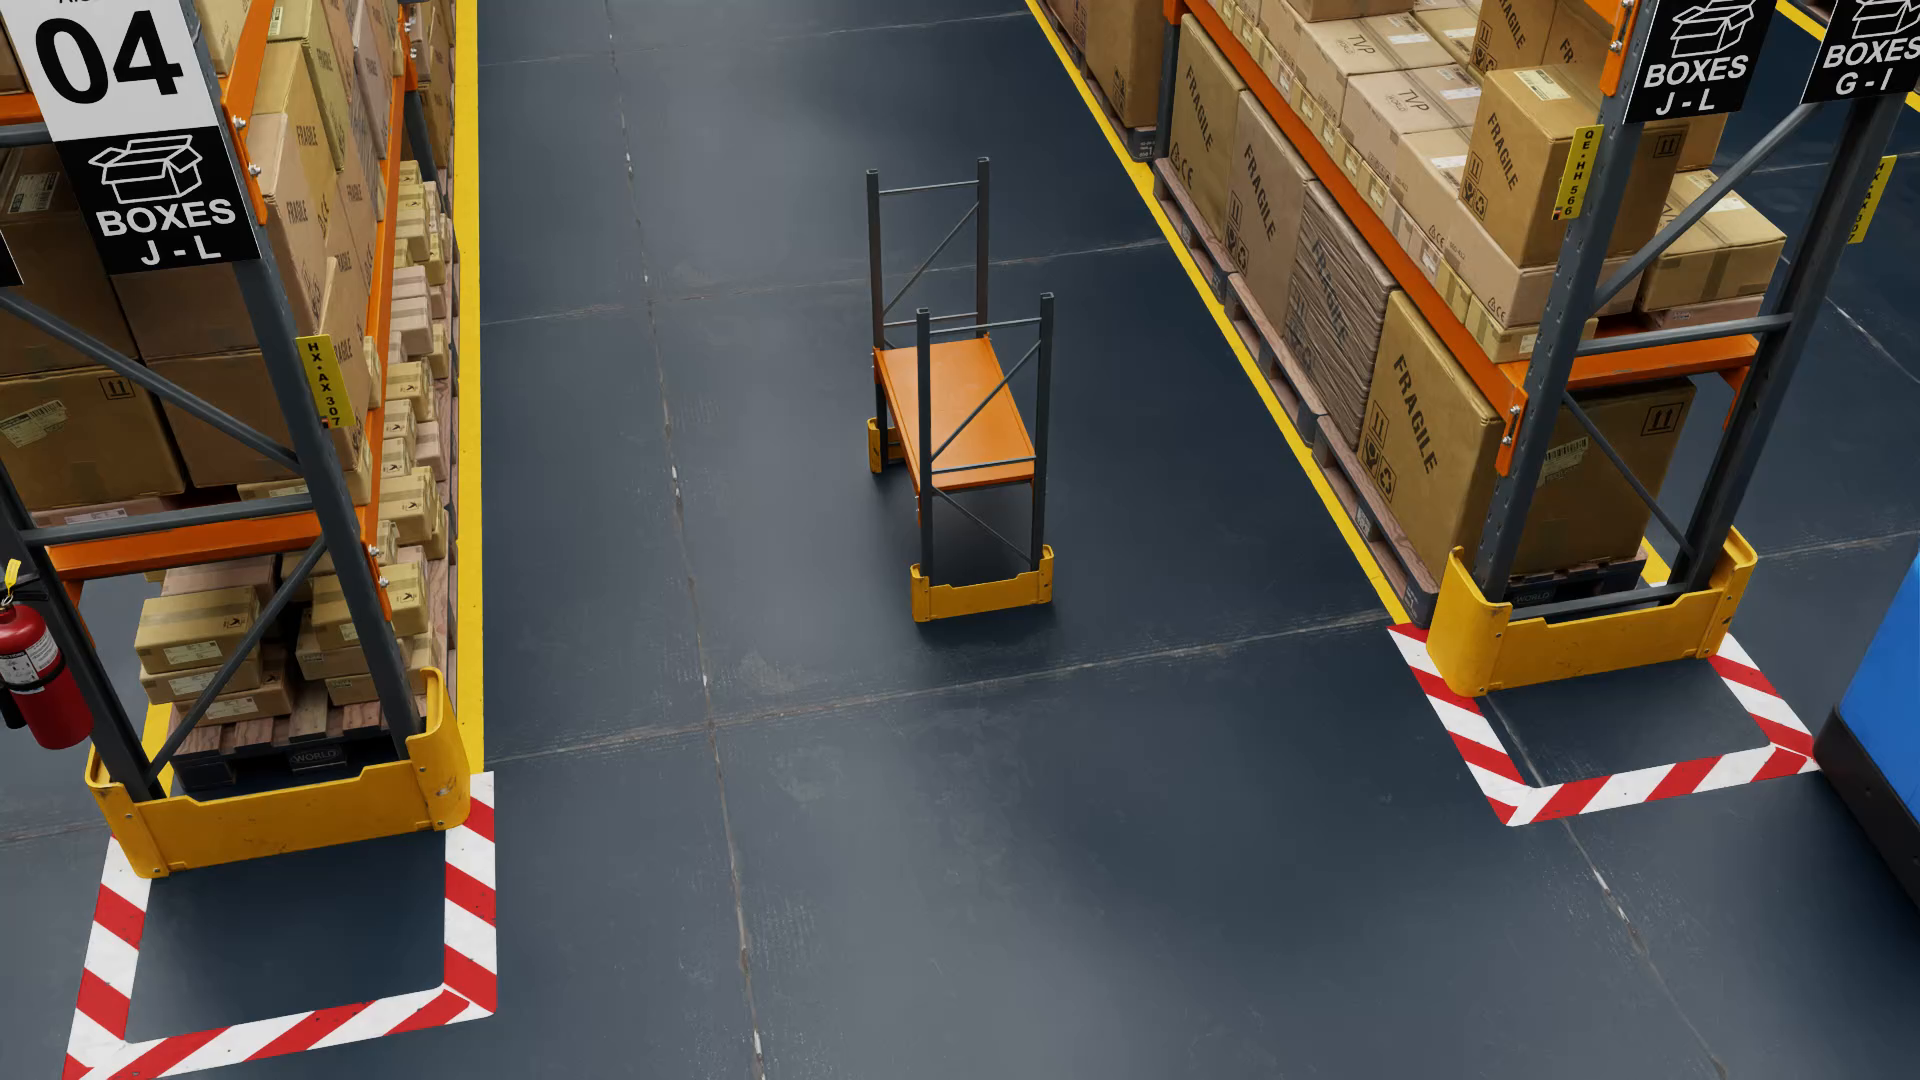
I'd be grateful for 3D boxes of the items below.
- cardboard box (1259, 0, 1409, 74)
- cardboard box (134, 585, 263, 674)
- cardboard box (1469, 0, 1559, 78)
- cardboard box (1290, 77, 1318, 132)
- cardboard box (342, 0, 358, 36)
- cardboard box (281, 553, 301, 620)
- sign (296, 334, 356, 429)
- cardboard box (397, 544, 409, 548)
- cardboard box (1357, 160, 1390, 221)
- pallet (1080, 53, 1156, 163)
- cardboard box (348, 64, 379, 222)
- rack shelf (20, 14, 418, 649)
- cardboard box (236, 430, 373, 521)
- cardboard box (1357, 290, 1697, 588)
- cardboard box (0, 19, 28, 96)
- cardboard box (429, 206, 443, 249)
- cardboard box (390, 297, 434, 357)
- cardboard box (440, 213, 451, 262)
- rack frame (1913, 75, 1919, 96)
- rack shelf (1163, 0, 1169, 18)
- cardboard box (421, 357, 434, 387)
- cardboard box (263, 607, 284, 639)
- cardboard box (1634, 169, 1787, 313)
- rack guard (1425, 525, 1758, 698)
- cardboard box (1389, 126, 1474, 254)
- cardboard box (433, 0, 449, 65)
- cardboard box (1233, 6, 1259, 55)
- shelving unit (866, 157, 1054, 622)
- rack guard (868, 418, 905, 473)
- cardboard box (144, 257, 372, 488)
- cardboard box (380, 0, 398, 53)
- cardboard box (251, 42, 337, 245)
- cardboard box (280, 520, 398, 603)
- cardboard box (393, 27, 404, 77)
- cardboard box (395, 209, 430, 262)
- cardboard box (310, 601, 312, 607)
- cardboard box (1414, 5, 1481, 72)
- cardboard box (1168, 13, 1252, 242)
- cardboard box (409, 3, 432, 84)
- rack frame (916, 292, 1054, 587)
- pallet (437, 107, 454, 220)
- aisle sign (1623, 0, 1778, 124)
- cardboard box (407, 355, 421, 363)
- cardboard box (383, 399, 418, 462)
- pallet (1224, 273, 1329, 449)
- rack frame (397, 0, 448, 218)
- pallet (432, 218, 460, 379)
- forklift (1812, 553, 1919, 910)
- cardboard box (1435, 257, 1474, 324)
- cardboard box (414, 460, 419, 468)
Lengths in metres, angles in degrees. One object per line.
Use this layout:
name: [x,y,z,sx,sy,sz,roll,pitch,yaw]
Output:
cardboard box: [1.684,-2.350,7.527,0.500,0.250,0.500,-7,42,-8]
cardboard box: [-2.744,0.322,6.010,0.380,0.149,0.250,-8,42,-9]
cardboard box: [2.417,-2.047,6.621,0.500,0.500,0.500,-9,42,-10]
cardboard box: [1.696,-1.952,7.379,0.380,0.149,0.250,-9,42,-11]
cardboard box: [-2.667,-2.239,6.460,0.500,0.500,0.500,-7,42,-8]
cardboard box: [-2.827,0.205,6.591,0.380,0.149,0.250,-9,42,-9]
sign: [-1.853,-0.459,4.856,0.100,0.325,0.005,-8,42,-9]
cardboard box: [-2.388,0.032,6.561,0.380,0.149,0.250,-8,42,-9]
cardboard box: [1.862,-1.454,6.818,0.380,0.149,0.250,-9,42,-10]
pallet: [1.379,-2.742,10.180,1.003,0.211,1.213,-8,42,-9]
cardboard box: [-2.560,-1.529,6.413,0.500,0.500,0.500,-9,42,-10]
rack shelf: [-2.814,-1.085,6.754,1.077,0.370,4.000,-8,42,-9]
cardboard box: [-2.133,-0.220,5.428,0.380,0.149,0.250,-9,42,-10]
cardboard box: [2.266,-0.468,6.802,0.875,0.875,0.875,-8,42,-9]
cardboard box: [-2.739,-1.380,4.399,0.500,0.250,0.500,-9,42,-10]
cardboard box: [-2.797,-1.520,8.310,0.380,0.149,0.250,-10,43,-11]
cardboard box: [-2.562,-0.935,7.427,0.380,0.149,0.250,-10,43,-11]
cardboard box: [-2.829,-1.536,8.552,0.380,0.149,0.250,-8,42,-9]
rack frame: [6.455,-4.005,9.502,1.000,3.000,0.127,-8,42,-9]
rack shelf: [1.187,-4.323,10.402,1.077,0.370,4.000,-8,42,-9]
cardboard box: [-2.615,-0.686,7.595,0.380,0.149,0.250,-8,42,-8]
cardboard box: [-2.779,0.262,6.302,0.380,0.149,0.250,-9,42,-10]
cardboard box: [2.642,-1.108,6.127,0.500,0.250,0.500,-9,42,-10]
rack guard: [2.487,0.248,6.594,1.175,0.500,0.348,-8,42,-9]
cardboard box: [2.010,-1.363,6.415,0.500,0.250,0.500,-9,42,-10]
cardboard box: [-3.389,-3.070,10.015,0.500,0.500,0.500,-8,42,-9]
cardboard box: [1.530,-2.451,7.941,0.380,0.149,0.250,-9,42,-10]
shelving unit: [-0.016,-0.610,6.808,0.587,1.500,1.083,-8,42,-9]
rack guard: [-0.124,-0.466,7.586,0.587,0.250,0.087,-8,42,-9]
cardboard box: [-2.210,-0.537,5.296,0.500,0.500,0.500,-6,42,-7]
cardboard box: [-2.866,-2.526,7.537,0.500,0.500,0.500,-8,42,-9]
cardboard box: [-2.336,-1.235,5.329,0.500,0.500,0.500,-7,42,-8]
cardboard box: [-2.341,0.079,6.284,0.380,0.149,0.250,-8,42,-9]
cardboard box: [-2.794,-2.253,7.718,0.380,0.149,0.250,-9,42,-10]
cardboard box: [-2.761,-1.450,8.007,0.380,0.149,0.250,-9,42,-10]
cardboard box: [-2.320,0.308,6.474,0.380,0.149,0.250,-9,42,-9]
cardboard box: [2.301,-2.107,7.253,0.500,0.250,0.500,-9,42,-10]
cardboard box: [1.683,-2.219,8.774,0.875,0.875,0.875,-8,42,-9]
cardboard box: [-3.148,-2.670,9.000,0.500,0.250,0.500,-10,43,-11]
rack frame: [0.091,-0.287,6.443,0.500,1.500,0.032,-8,42,-9]
pallet: [-3.416,-2.112,9.470,1.003,0.211,1.213,-8,42,-9]
aisle sign: [2.205,-1.585,4.818,0.394,0.787,0.004,-8,42,-9]
cardboard box: [-2.651,-0.833,7.536,0.380,0.149,0.250,-10,43,-11]
cardboard box: [-2.455,-0.432,6.860,0.380,0.149,0.250,-7,42,-8]
pallet: [1.973,-0.956,8.168,1.003,0.211,1.213,-8,42,-9]
rack frame: [-3.246,-2.650,7.976,1.000,3.000,0.127,-8,42,-9]
pallet: [-3.067,-1.177,8.417,1.003,0.211,1.213,-8,42,-9]
forklift: [4.756,-0.085,5.138,3.031,2.935,1.130,-5,42,-6]
cardboard box: [2.026,-0.961,6.262,0.380,0.149,0.250,-8,42,-9]
cardboard box: [-2.476,-0.185,7.030,0.380,0.149,0.250,-8,42,-9]
